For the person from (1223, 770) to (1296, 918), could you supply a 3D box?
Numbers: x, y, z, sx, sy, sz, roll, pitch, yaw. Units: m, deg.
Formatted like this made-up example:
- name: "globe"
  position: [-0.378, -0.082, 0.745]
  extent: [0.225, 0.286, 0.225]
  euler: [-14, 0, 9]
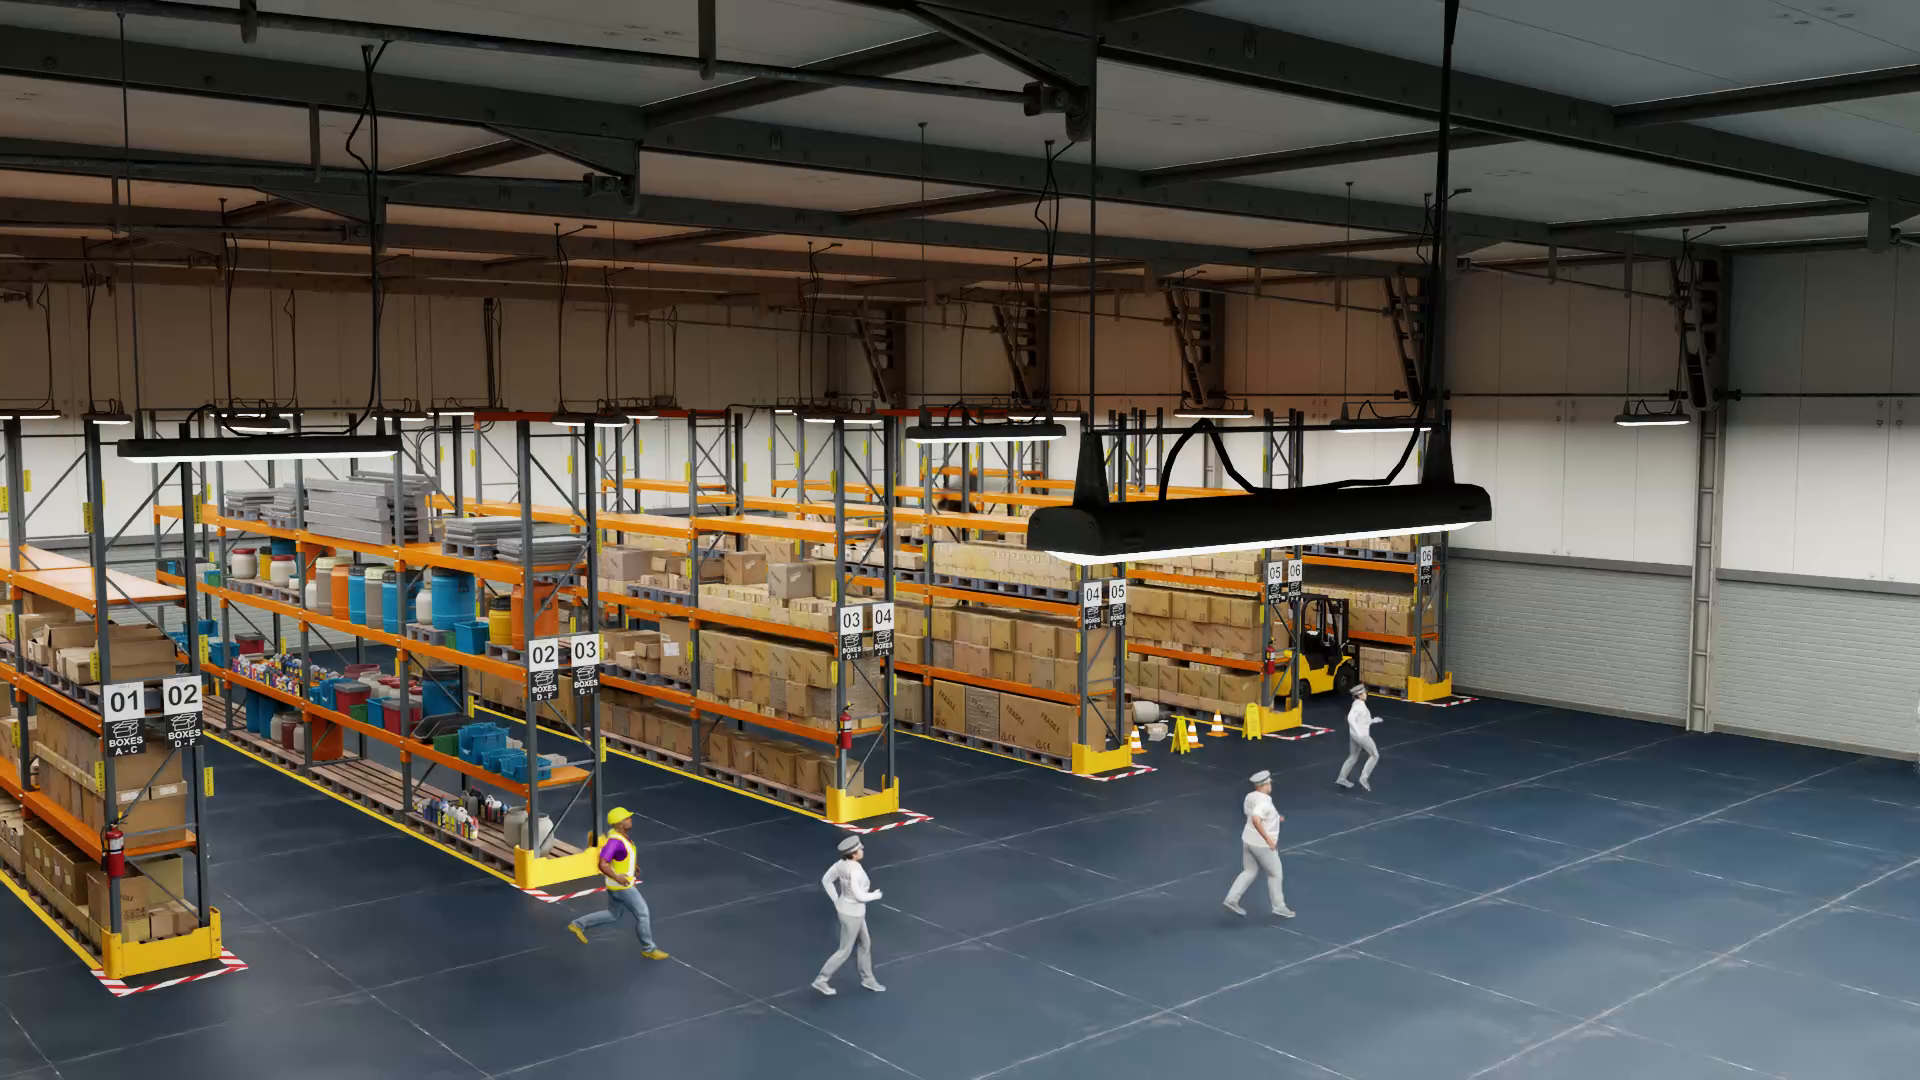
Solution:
- name: "person"
  position: [3.622, 3.670, 20.035]
  extent: [0.879, 1.793, 0.665]
  euler: [-2, 5, -20]

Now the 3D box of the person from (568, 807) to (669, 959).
- name: "person"
  position: [-3.823, 3.850, 18.566]
  extent: [1.101, 1.755, 0.670]
  euler: [-2, 5, -19]

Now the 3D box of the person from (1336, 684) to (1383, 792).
- name: "person"
  position: [6.397, 3.158, 26.571]
  extent: [0.710, 1.728, 0.581]
  euler: [0, 5, -2]

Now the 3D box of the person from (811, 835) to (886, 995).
- name: "person"
  position: [-1.163, 3.957, 17.419]
  extent: [0.828, 1.732, 0.604]
  euler: [-2, 5, -18]
